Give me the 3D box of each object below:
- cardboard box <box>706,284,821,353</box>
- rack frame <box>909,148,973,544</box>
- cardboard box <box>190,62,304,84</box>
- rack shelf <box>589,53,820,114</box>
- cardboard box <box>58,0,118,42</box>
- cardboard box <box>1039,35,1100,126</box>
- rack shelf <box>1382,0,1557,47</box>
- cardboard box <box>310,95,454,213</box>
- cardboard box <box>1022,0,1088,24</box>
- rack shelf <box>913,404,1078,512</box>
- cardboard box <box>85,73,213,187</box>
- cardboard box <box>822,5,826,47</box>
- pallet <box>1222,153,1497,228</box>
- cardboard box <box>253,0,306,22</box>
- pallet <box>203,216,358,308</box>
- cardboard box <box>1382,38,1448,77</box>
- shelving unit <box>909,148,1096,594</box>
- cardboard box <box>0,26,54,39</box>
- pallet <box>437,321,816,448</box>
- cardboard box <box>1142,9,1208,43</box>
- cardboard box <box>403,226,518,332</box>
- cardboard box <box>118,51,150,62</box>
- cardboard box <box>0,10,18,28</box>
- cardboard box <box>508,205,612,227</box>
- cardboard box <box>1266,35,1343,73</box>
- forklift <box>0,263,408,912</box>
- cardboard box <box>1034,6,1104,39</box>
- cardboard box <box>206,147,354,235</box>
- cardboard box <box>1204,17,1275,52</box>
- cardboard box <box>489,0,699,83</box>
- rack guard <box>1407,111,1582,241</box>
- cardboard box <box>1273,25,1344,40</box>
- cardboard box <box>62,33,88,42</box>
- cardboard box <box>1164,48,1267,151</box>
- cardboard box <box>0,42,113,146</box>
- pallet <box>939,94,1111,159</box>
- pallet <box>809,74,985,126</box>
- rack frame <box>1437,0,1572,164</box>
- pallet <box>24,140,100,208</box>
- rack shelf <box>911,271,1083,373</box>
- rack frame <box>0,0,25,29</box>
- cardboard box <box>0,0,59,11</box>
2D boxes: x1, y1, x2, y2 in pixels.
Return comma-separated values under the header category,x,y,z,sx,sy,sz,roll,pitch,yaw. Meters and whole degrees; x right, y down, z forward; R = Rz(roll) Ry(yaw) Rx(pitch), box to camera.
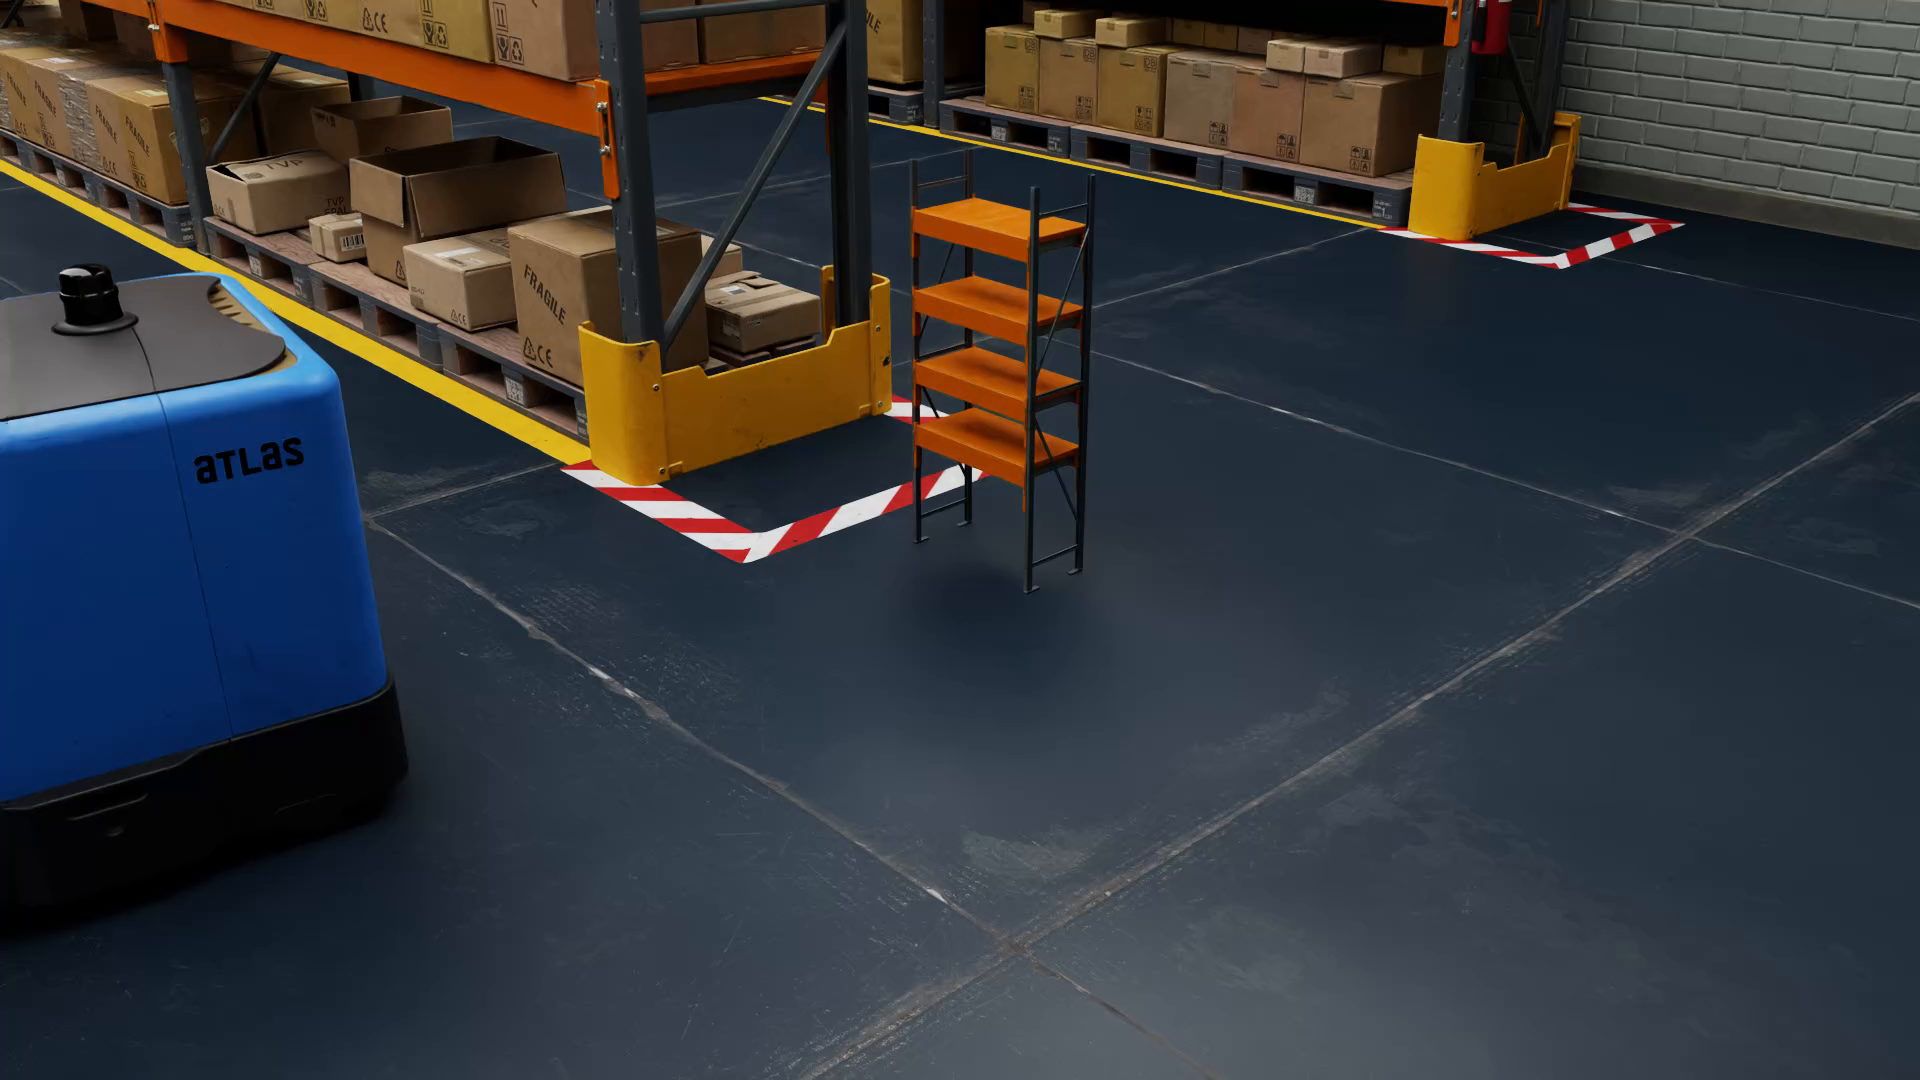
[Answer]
category,x,y,z,sx,sy,sz,roll,pitch,yaw
cardboard box,-0.761,-0.858,6.421,0.380,0.149,0.250,-21,32,-38
rack frame,-0.054,-0.570,5.053,0.240,1.200,0.015,-21,32,-38
cardboard box,-3.985,-2.379,9.333,0.500,0.500,0.500,-21,32,-38
rack shelf,-2.092,-2.098,6.866,0.919,0.124,3.809,-21,32,-38
cardboard box,-5.341,-3.325,10.504,0.500,0.250,0.500,-20,31,-37
cardboard box,0.932,-2.994,10.704,0.700,0.500,0.500,-22,32,-39
rack shelf,1.521,-3.415,9.989,1.077,0.370,4.000,-21,32,-38
cardboard box,-2.863,-1.913,8.311,0.500,0.500,0.500,-21,32,-38
cardboard box,0.636,-3.542,11.125,0.380,0.149,0.250,-21,32,-39
rack shelf,0.113,-0.254,5.001,0.258,0.148,0.480,-21,32,-38
cardboard box,-4.337,-2.225,8.996,0.500,0.500,0.500,-21,32,-38
cardboard box,-0.995,-3.990,12.466,0.750,0.750,0.750,-20,31,-37
pallet,2.285,-2.088,9.573,1.003,0.211,1.213,-21,32,-38
cardboard box,-2.617,-2.450,6.885,0.500,0.500,0.500,-21,32,-39
pallet,-2.990,-1.465,8.207,1.003,0.211,1.213,-21,32,-38
cardboard box,2.568,-2.688,9.253,0.380,0.149,0.250,-21,32,-38
shelving unit,0.113,-0.496,4.891,0.258,1.200,0.503,-21,32,-38
cardboard box,-6.091,-2.998,10.689,0.500,0.500,0.500,-20,31,-36
pallet,-1.323,-0.726,6.587,1.003,0.211,1.213,-21,32,-38
cardboard box,1.351,-3.227,10.433,0.380,0.149,0.250,-21,32,-38
cardboard box,-1.904,-1.071,6.766,0.500,0.250,0.500,-21,32,-38
cardboard box,-4.666,-2.686,10.006,0.500,0.500,0.500,22,33,40
cardboard box,-6.731,-3.438,11.304,0.500,0.311,0.500,-20,31,-37
cardboard box,-1.573,-1.228,7.110,0.500,0.250,0.500,-21,32,-38
cardboard box,1.941,-2.734,9.353,0.380,0.149,0.250,-20,31,-37
forklift,-2.793,-0.531,2.883,3.031,2.935,1.130,-16,29,-31
cardboard box,0.691,-3.286,10.564,0.380,0.149,0.250,-20,31,-37
cardboard box,-3.330,-1.730,8.139,0.500,0.311,0.500,-21,32,-38
cardboard box,1.700,-3.072,10.094,0.380,0.149,0.250,-21,32,-38
cardboard box,-1.230,-1.834,5.536,0.500,0.500,0.500,-20,31,-37
rack guard,2.905,-1.992,9.015,1.175,0.500,0.348,-21,32,-38
cardboard box,2.051,-2.917,9.755,0.380,0.149,0.250,-21,32,-38
cardboard box,-5.383,-3.000,10.694,0.500,0.500,0.500,-20,31,-37
cardboard box,1.650,-2.678,10.012,0.500,0.500,0.700,23,33,40
cardboard box,-5.390,-2.688,10.009,0.500,0.500,0.500,-22,32,-39
pallet,0.617,-2.827,11.193,1.003,0.211,1.213,-21,32,-38
pallet,-0.428,-3.292,12.212,1.003,0.211,1.213,-21,32,-38
rack frame,2.888,-3.137,8.512,1.000,3.000,0.127,-21,32,-38
pallet,-4.881,-2.279,9.991,1.003,0.211,1.213,-21,32,-38
rack shelf,0.113,-0.638,4.826,0.258,0.148,0.480,-21,32,-38
rack frame,-6.193,-4.154,10.742,1.000,3.000,0.127,-21,32,-38
cardboard box,-6.702,-3.748,11.983,0.500,0.311,0.500,-22,33,-40
